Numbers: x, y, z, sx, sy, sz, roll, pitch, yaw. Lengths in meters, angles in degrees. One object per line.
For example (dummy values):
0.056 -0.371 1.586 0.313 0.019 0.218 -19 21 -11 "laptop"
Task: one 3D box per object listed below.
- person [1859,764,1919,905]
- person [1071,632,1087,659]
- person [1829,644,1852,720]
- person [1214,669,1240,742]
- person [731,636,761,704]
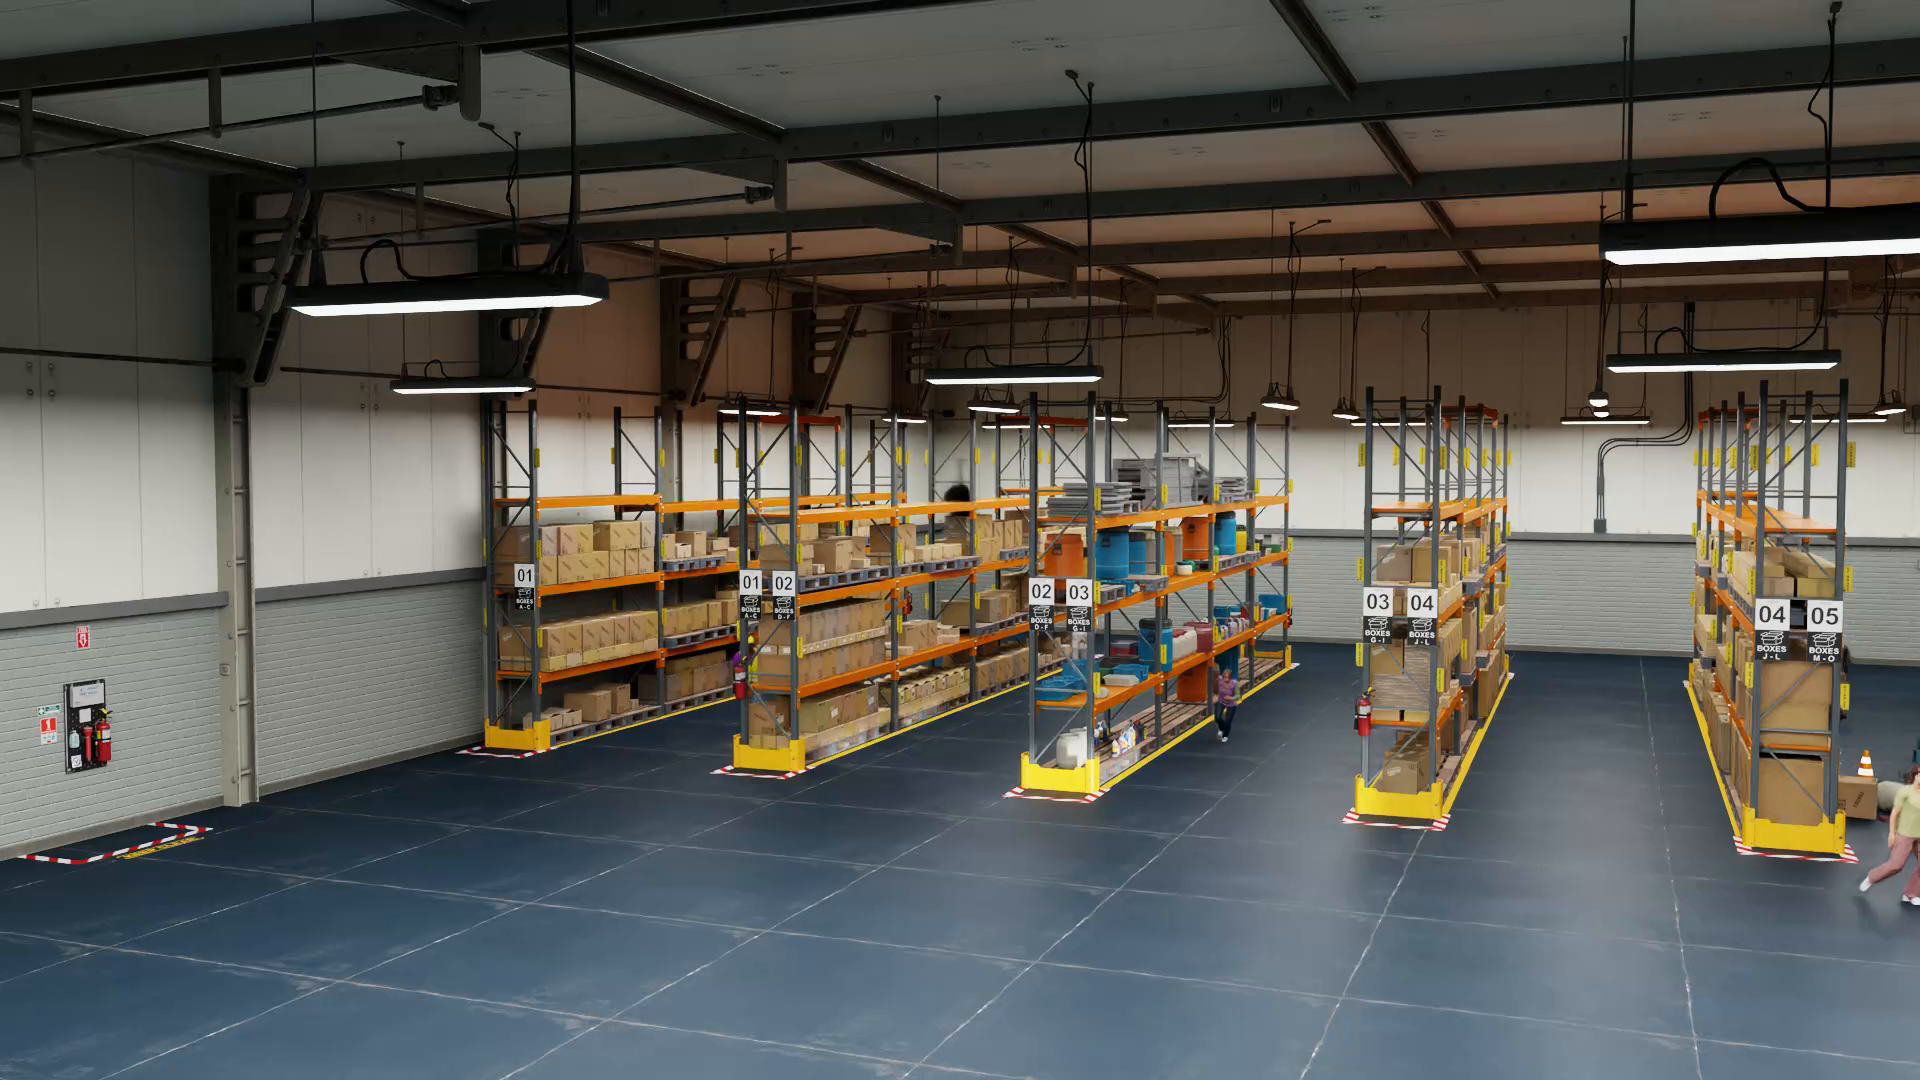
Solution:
10.601 3.278 18.709 0.710 1.594 0.639 0 3 -6 "person"
2.635 2.386 36.330 0.473 1.710 0.791 1 3 11 "person"
16.639 2.598 31.621 0.651 1.691 0.976 1 3 15 "person"
4.629 2.883 28.904 0.531 1.361 0.928 1 3 18 "person"
-3.842 2.617 30.771 0.723 1.733 0.980 0 3 3 "person"
